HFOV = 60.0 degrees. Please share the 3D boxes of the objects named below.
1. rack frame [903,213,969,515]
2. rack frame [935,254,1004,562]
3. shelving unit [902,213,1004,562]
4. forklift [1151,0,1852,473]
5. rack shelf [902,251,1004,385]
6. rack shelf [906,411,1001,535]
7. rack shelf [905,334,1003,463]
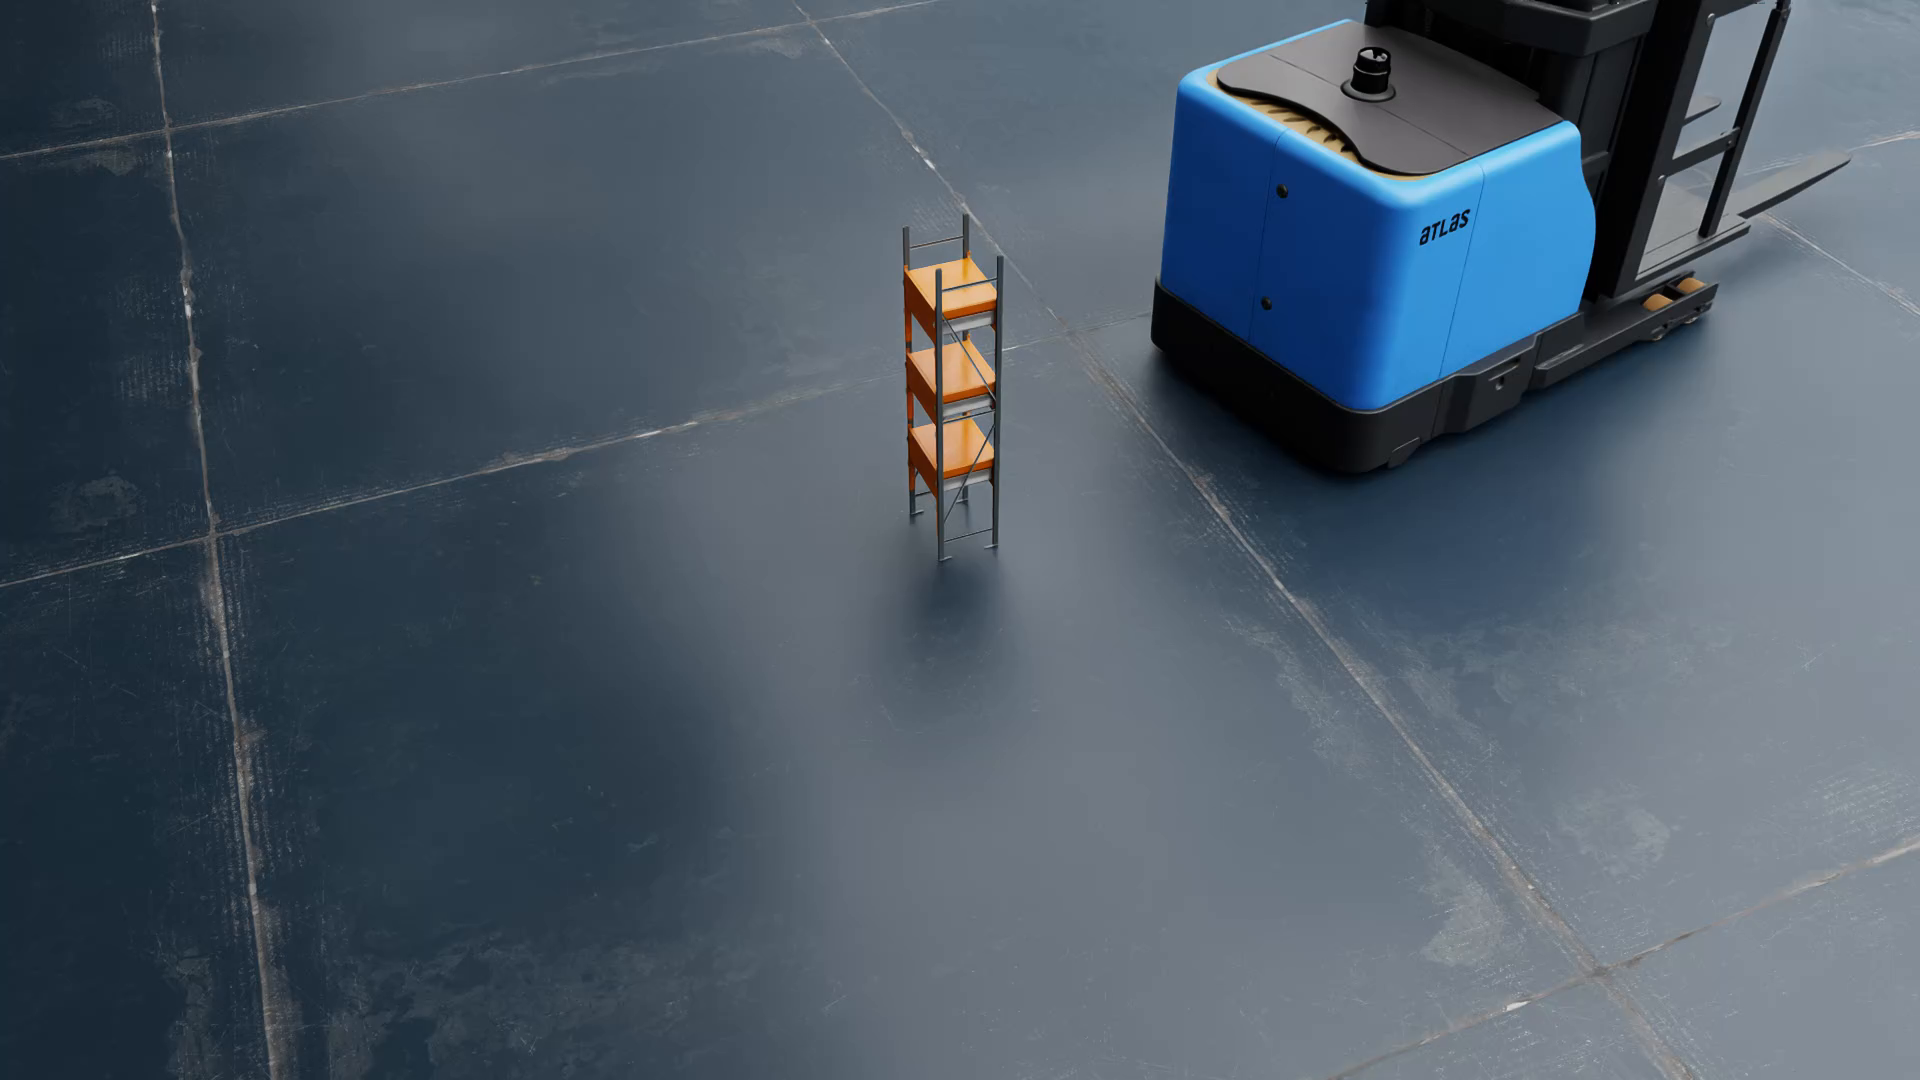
[{"bbox_3d":[-0.067,-0.504,5.031,0.200,1.050,0.008,-15,43,-17],"label":"rack frame"},{"bbox_3d":[0.026,-0.357,4.860,0.200,1.050,0.008,-15,43,-17],"label":"rack frame"},{"bbox_3d":[-0.020,-0.430,4.945,0.215,1.050,0.252,-15,43,-17],"label":"shelving unit"},{"bbox_3d":[2.181,-2.099,5.443,3.031,2.935,1.130,-25,47,-26],"label":"forklift"},{"bbox_3d":[-0.020,-0.637,4.767,0.215,0.259,0.240,-15,43,-17],"label":"rack shelf"},{"bbox_3d":[-0.020,-0.212,5.133,0.215,0.259,0.240,-15,43,-17],"label":"rack shelf"},{"bbox_3d":[-0.020,-0.422,4.952,0.215,0.259,0.240,-15,43,-17],"label":"rack shelf"}]
